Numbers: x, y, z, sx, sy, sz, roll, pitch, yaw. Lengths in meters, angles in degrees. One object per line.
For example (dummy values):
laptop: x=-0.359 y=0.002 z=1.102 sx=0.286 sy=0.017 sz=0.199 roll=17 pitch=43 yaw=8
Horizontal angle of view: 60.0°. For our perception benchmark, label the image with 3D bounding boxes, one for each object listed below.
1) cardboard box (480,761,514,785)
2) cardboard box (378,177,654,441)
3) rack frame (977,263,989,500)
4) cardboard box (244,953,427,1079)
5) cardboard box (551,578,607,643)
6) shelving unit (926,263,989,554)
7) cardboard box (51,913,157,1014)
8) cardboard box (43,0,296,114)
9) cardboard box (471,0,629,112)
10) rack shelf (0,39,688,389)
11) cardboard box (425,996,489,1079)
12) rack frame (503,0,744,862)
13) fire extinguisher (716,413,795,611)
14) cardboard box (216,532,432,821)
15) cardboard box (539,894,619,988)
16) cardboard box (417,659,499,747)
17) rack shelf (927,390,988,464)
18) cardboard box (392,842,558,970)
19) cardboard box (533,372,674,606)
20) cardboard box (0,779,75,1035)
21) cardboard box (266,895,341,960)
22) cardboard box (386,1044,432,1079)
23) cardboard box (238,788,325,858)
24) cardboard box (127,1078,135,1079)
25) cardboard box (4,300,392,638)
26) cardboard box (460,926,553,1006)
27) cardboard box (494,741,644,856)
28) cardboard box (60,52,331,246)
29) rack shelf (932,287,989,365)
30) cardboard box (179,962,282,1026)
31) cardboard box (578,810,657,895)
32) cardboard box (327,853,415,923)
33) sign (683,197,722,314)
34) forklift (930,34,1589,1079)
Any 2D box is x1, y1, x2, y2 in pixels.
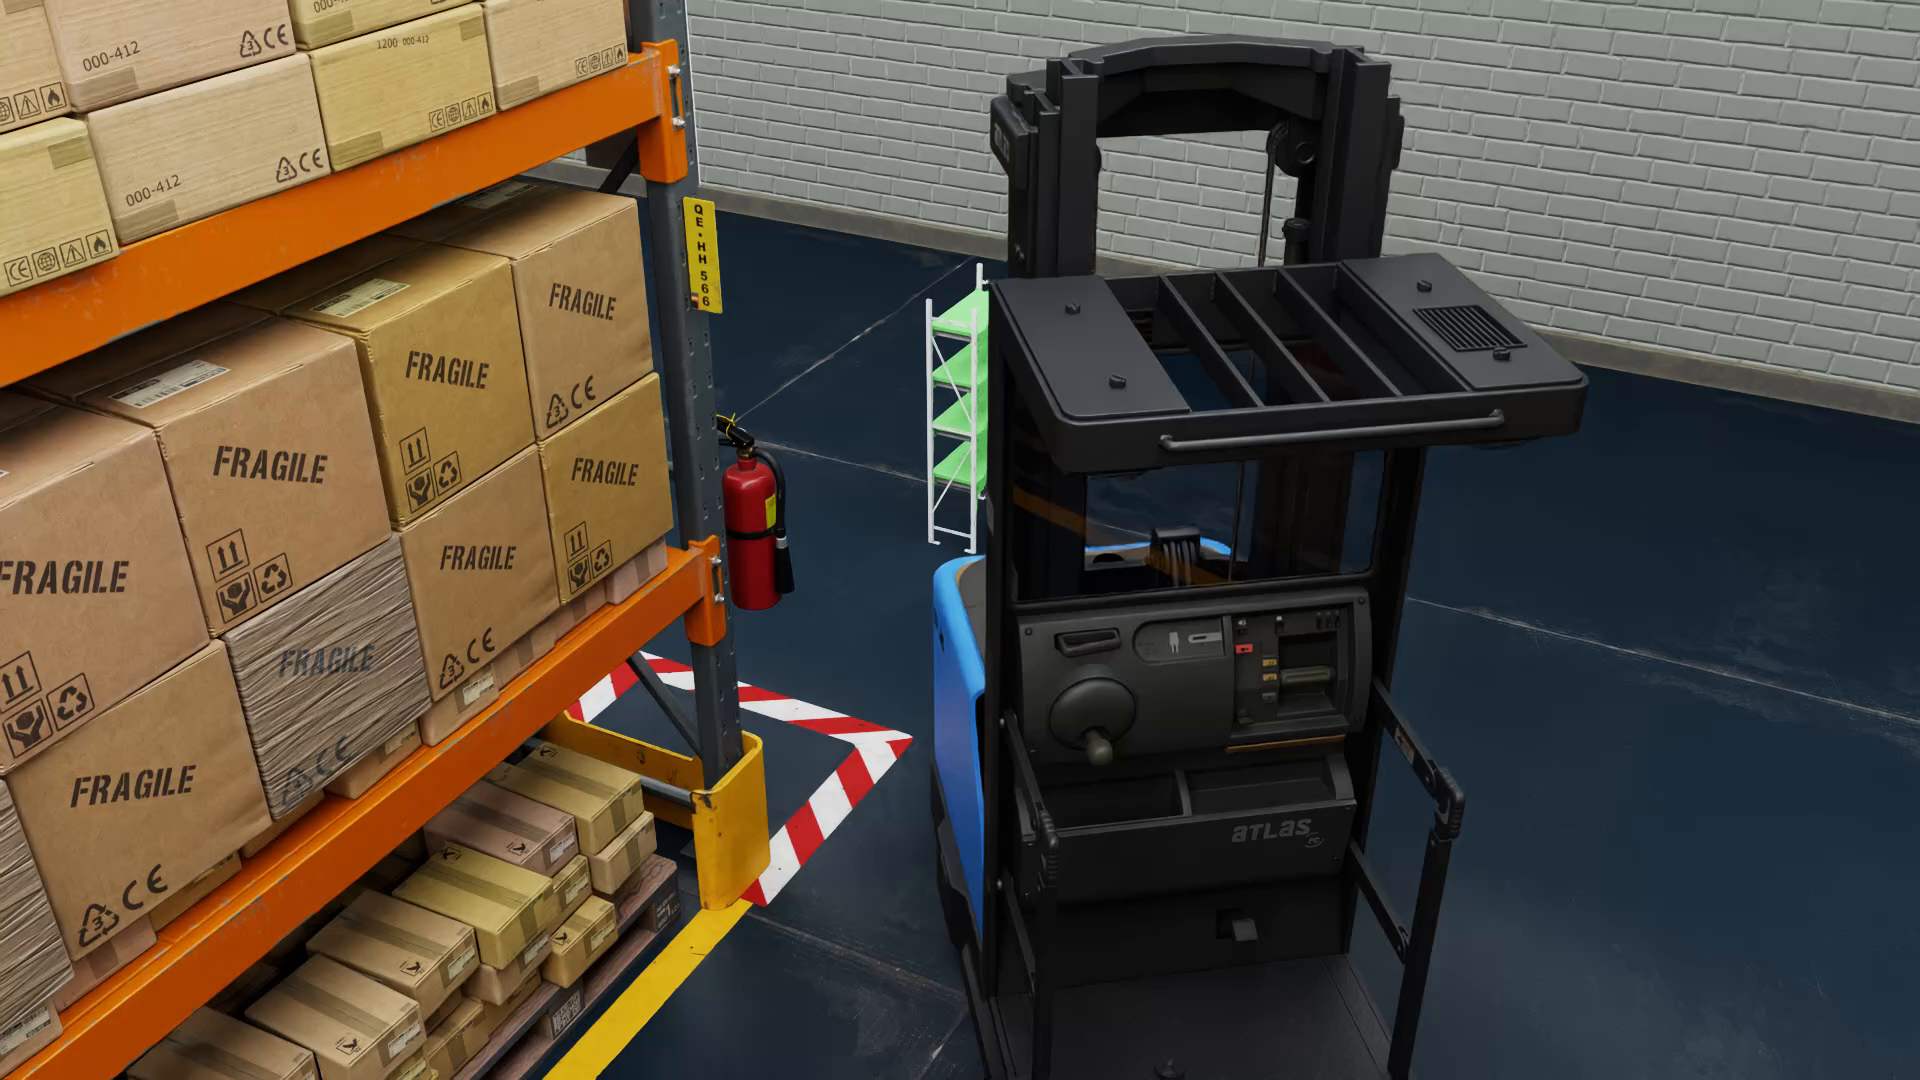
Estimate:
cardboard box: x=-1.669 y=0.812 z=5.466 sx=0.380 sy=0.149 sz=0.250 roll=16 pitch=33 yaw=25
cardboard box: x=-1.188 y=-0.634 z=4.438 sx=0.500 sy=0.500 sz=0.500 roll=14 pitch=33 yaw=22
rack frame: x=0.187 y=-0.702 z=7.767 sx=0.240 sy=1.200 sz=0.015 roll=14 pitch=33 yaw=23
cardboard box: x=-1.635 y=1.276 z=4.360 sx=0.380 sy=0.149 sz=0.250 roll=16 pitch=33 yaw=25
cardboard box: x=-1.245 y=0.132 z=4.759 sx=0.380 sy=0.149 sz=0.250 roll=14 pitch=33 yaw=23
shelving unit: x=0.075 y=-0.594 z=7.579 sx=0.258 sy=1.200 sz=0.503 roll=14 pitch=33 yaw=23
cardboard box: x=-1.966 y=0.820 z=3.563 sx=0.380 sy=0.149 sz=0.250 roll=16 pitch=33 yaw=25
cardboard box: x=-1.652 y=-1.024 z=3.158 sx=0.500 sy=0.250 sz=0.500 roll=15 pitch=33 yaw=24
cardboard box: x=-1.173 y=-1.261 z=4.072 sx=0.500 sy=0.250 sz=0.500 roll=14 pitch=33 yaw=22
rack shelf: x=-2.113 y=-0.389 z=3.126 sx=1.077 sy=0.370 sz=4.000 roll=14 pitch=33 yaw=23
cardboard box: x=-1.581 y=1.395 z=4.750 sx=0.380 sy=0.149 sz=0.250 roll=15 pitch=33 yaw=24
rack frame: x=-1.201 y=-0.287 z=5.237 sx=1.000 sy=3.000 sz=0.127 roll=14 pitch=33 yaw=23
fire extinguisher: x=-0.676 y=-0.099 z=5.362 sx=0.296 sy=0.674 sz=0.183 roll=14 pitch=33 yaw=23
cardboard box: x=-1.639 y=0.252 z=3.899 sx=0.500 sy=0.500 sz=0.500 roll=14 pitch=33 yaw=23
cardboard box: x=-1.283 y=1.185 z=5.115 sx=0.380 sy=0.149 sz=0.250 roll=15 pitch=33 yaw=25
cardboard box: x=-1.441 y=0.365 z=4.354 sx=0.380 sy=0.149 sz=0.250 roll=15 pitch=33 yaw=25
rack shelf: x=0.075 y=-0.538 z=7.611 sx=0.258 sy=0.148 sz=0.480 roll=14 pitch=33 yaw=23
cardboard box: x=-1.387 y=1.043 z=4.764 sx=0.380 sy=0.149 sz=0.250 roll=14 pitch=33 yaw=22
cardboard box: x=-1.177 y=-0.202 z=4.690 sx=0.500 sy=0.500 sz=0.500 roll=15 pitch=33 yaw=24
cardboard box: x=-2.093 y=0.716 z=3.093 sx=0.500 sy=0.500 sz=0.500 roll=14 pitch=33 yaw=22
cardboard box: x=-2.029 y=1.025 z=4.796 sx=0.380 sy=0.149 sz=0.250 roll=13 pitch=32 yaw=21
cardboard box: x=-1.647 y=1.400 z=4.442 sx=0.380 sy=0.149 sz=0.250 roll=15 pitch=33 yaw=24
cardboard box: x=-1.764 y=0.582 z=3.977 sx=0.380 sy=0.149 sz=0.250 roll=13 pitch=32 yaw=21
cardboard box: x=-1.948 y=1.490 z=3.987 sx=0.380 sy=0.149 sz=0.250 roll=14 pitch=33 yaw=24
cardboard box: x=-1.648 y=-0.176 z=3.642 sx=0.500 sy=0.500 sz=0.500 roll=16 pitch=34 yaw=26
cardboard box: x=-1.423 y=1.168 z=4.847 sx=0.380 sy=0.149 sz=0.250 roll=13 pitch=32 yaw=21
cardboard box: x=-1.217 y=0.801 z=5.186 sx=0.380 sy=0.149 sz=0.250 roll=15 pitch=33 yaw=24
cardboard box: x=-1.637 y=-0.816 z=3.298 sx=0.500 sy=0.250 sz=0.500 roll=16 pitch=33 yaw=25
rack shelf: x=0.075 y=-0.955 z=7.372 sx=0.258 sy=0.148 sz=0.480 roll=14 pitch=33 yaw=23
cardboard box: x=-2.126 y=1.278 z=4.655 sx=0.380 sy=0.149 sz=0.250 roll=13 pitch=32 yaw=21
cardboard box: x=-1.188 y=0.937 z=5.249 sx=0.380 sy=0.149 sz=0.250 roll=13 pitch=32 yaw=22
cardboard box: x=-1.876 y=1.050 z=5.053 sx=0.380 sy=0.149 sz=0.250 roll=15 pitch=33 yaw=24
sign: x=-0.717 y=-0.791 z=4.636 sx=0.100 sy=0.325 sz=0.005 roll=14 pitch=33 yaw=23
forklift: x=0.650 y=0.402 z=4.107 sx=1.130 sy=2.935 sz=3.031 roll=-5 pitch=30 yaw=-8
